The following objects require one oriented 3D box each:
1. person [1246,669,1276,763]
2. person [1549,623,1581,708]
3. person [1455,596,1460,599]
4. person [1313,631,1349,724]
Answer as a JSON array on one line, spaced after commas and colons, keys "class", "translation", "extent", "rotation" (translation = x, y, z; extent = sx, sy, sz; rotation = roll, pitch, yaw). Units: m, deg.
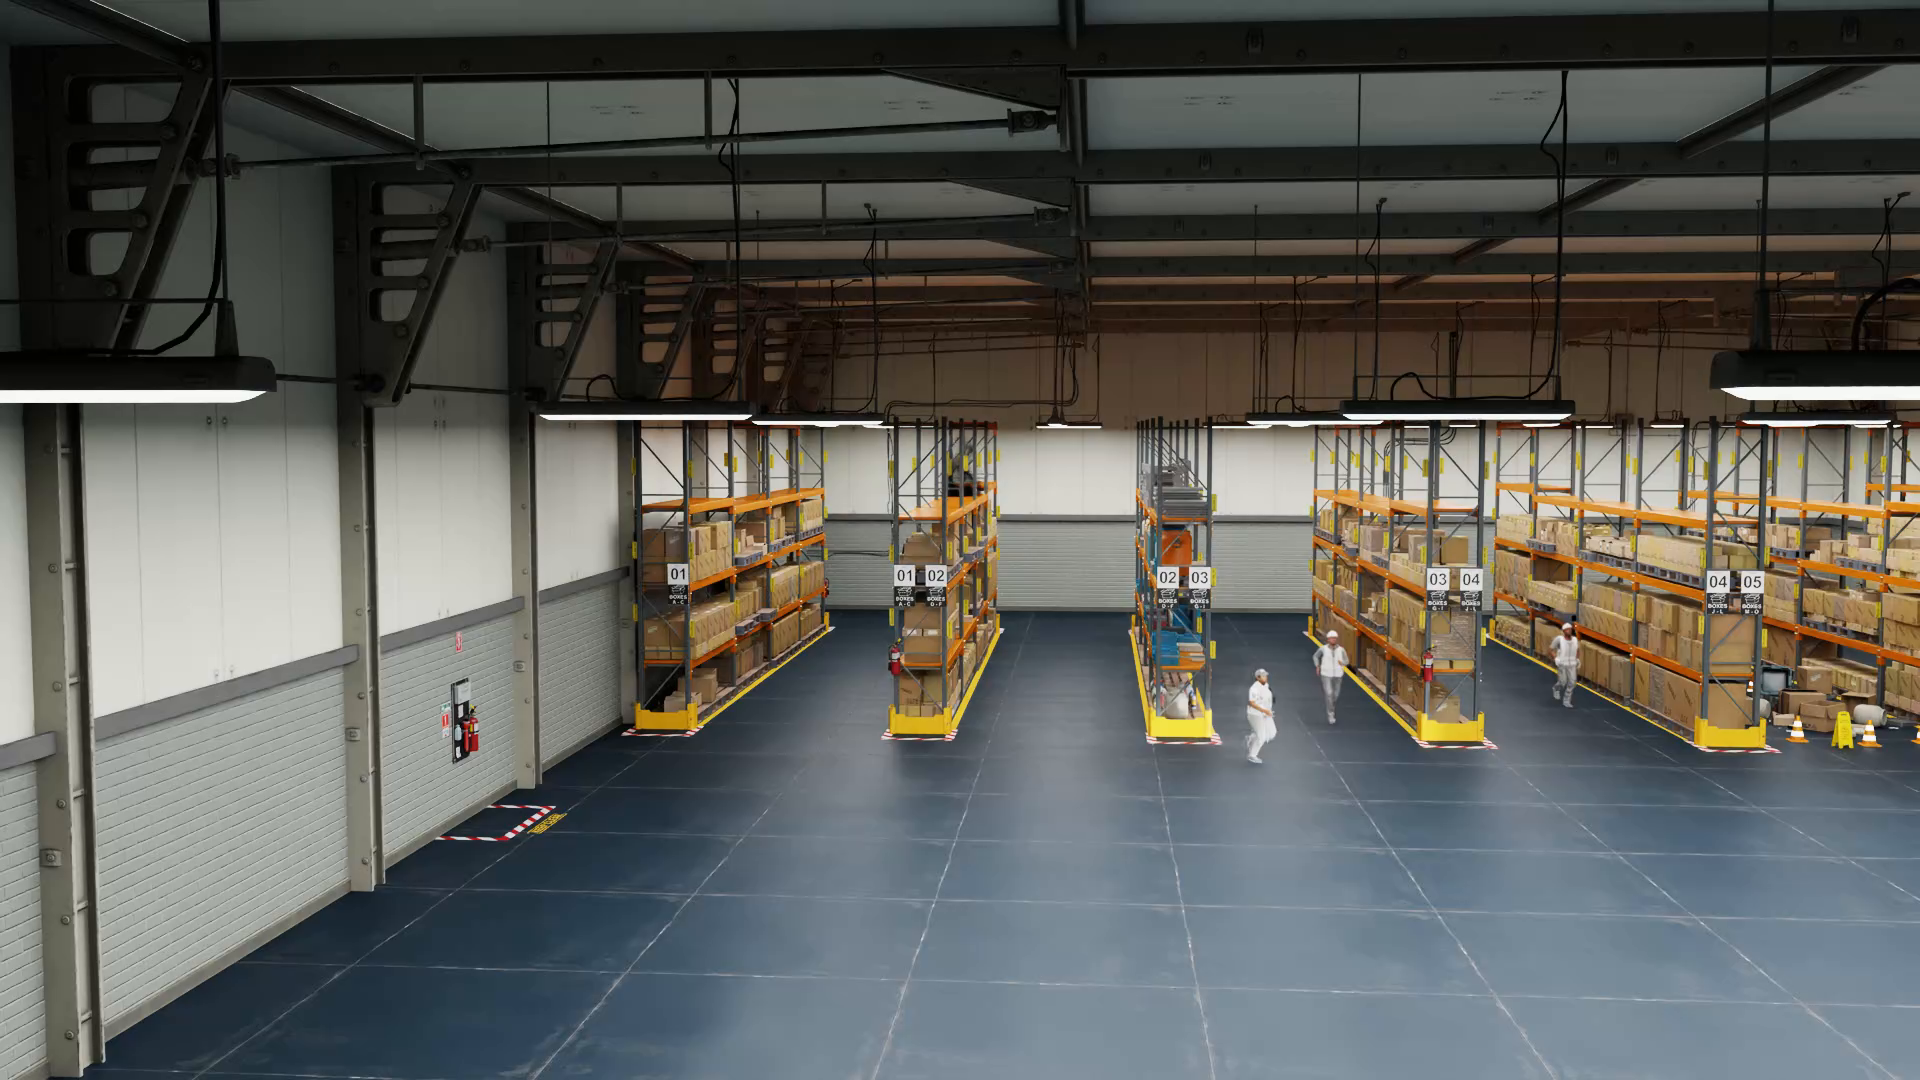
[{"class": "person", "translation": [5.208, 3.041, 28.824], "extent": [0.595, 1.634, 0.597], "rotation": [3, 5, 41]}, {"class": "person", "translation": [12.619, 2.595, 34.686], "extent": [0.673, 1.737, 0.665], "rotation": [0, 4, -3]}, {"class": "person", "translation": [13.494, 1.927, 45.816], "extent": [0.696, 1.632, 0.784], "rotation": [2, 4, 29]}, {"class": "person", "translation": [7.328, 2.667, 32.768], "extent": [0.659, 1.764, 0.948], "rotation": [0, 4, -2]}]
